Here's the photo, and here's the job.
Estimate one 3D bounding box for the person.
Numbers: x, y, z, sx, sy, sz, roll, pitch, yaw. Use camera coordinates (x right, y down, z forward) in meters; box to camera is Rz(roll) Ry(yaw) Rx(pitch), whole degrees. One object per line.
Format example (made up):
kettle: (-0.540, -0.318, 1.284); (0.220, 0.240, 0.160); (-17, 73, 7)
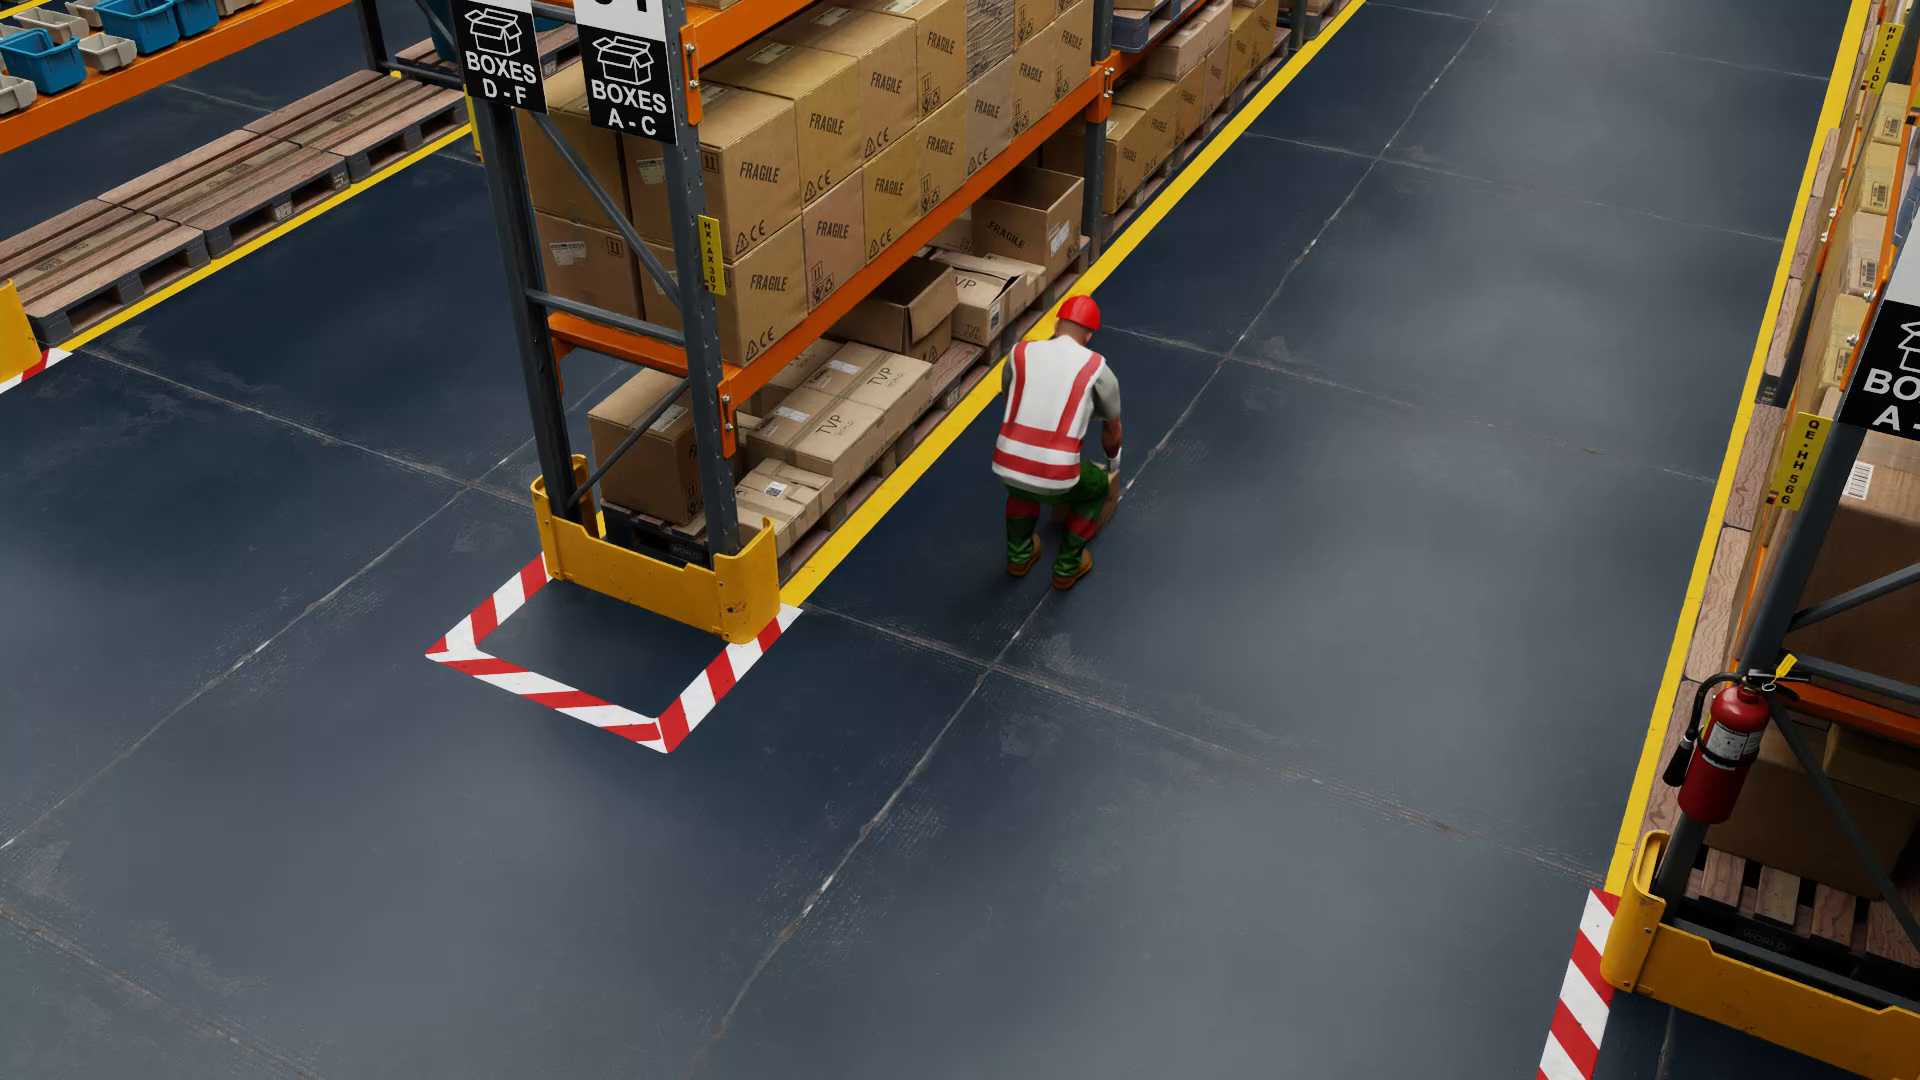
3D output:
person: (0.418, -0.434, 7.703); (0.584, 1.290, 0.819); (18, 41, 21)
